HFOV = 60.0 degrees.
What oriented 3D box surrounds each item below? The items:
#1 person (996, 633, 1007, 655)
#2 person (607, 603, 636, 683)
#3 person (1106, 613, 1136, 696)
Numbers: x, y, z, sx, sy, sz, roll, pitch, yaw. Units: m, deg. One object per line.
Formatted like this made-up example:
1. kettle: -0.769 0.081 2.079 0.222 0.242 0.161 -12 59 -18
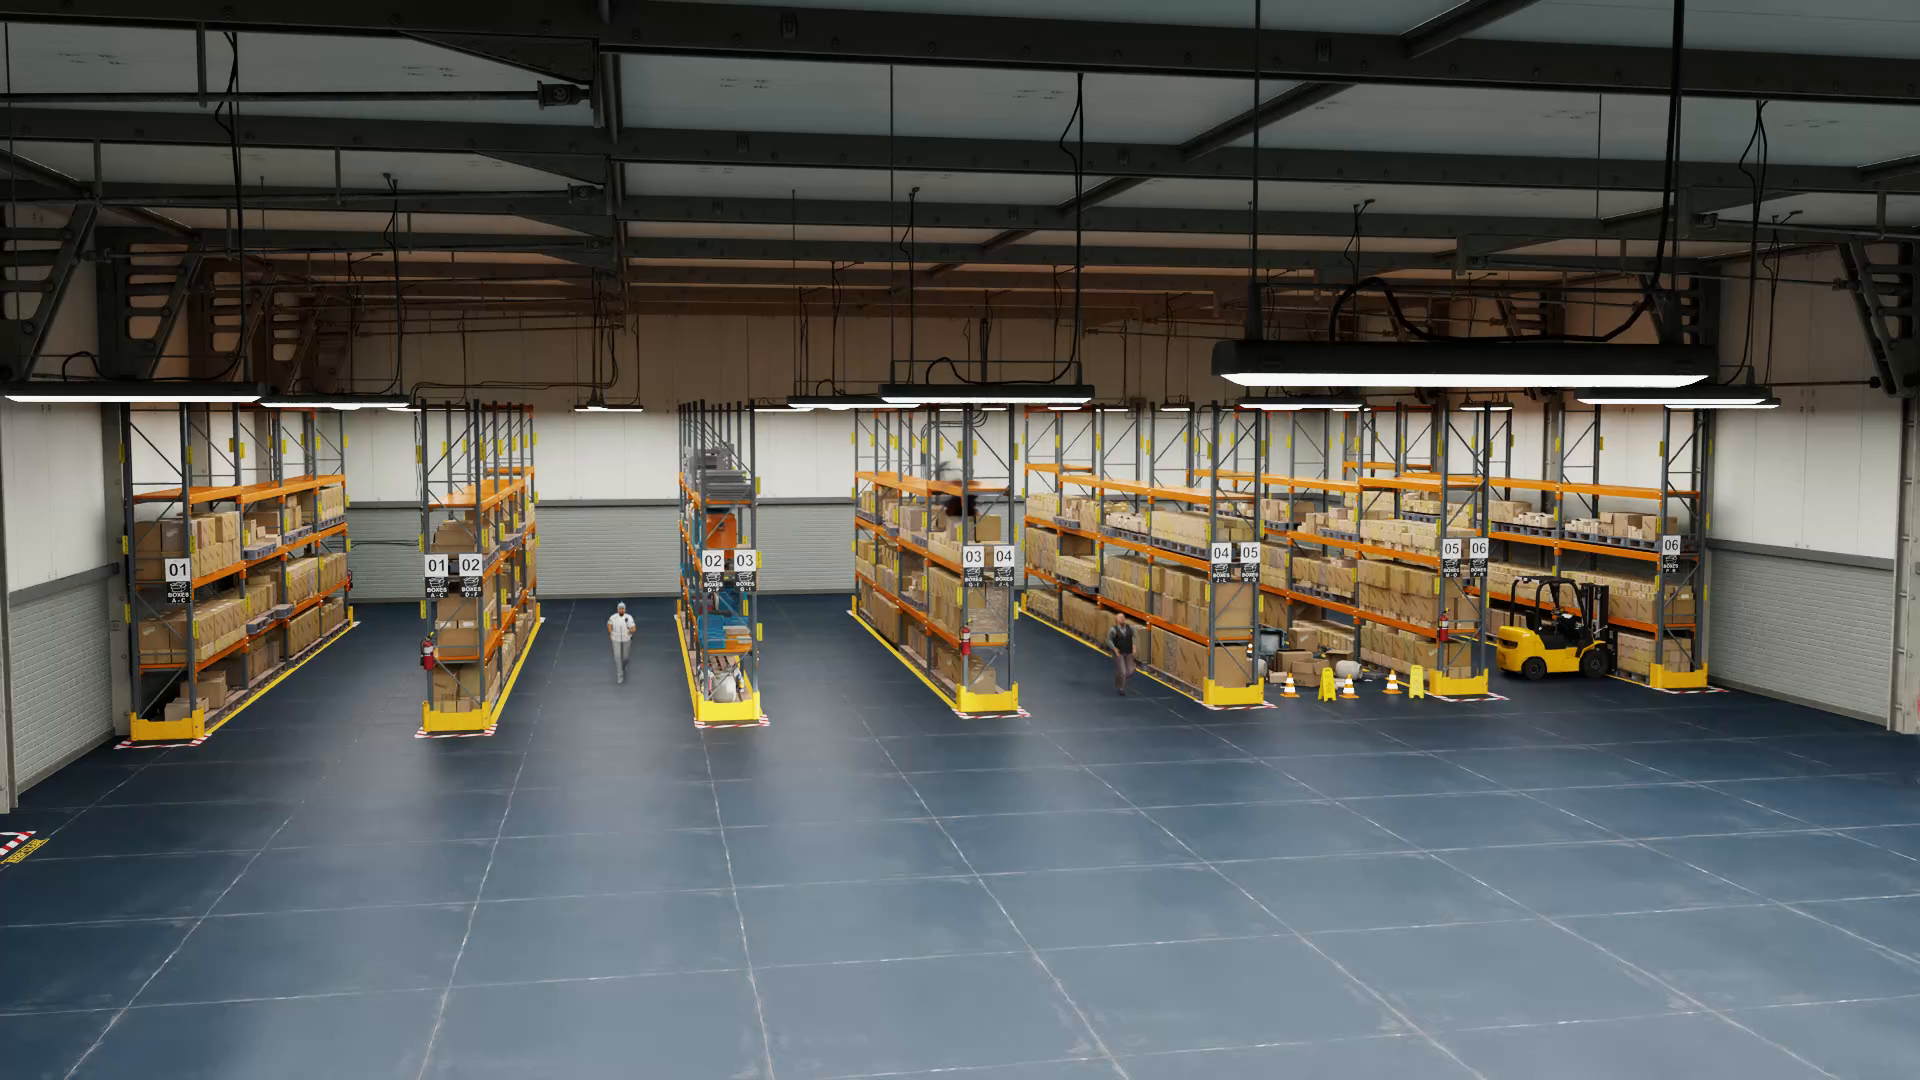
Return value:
1. person: 0.992 1.947 39.466 0.516 1.580 0.636 -1 5 -18
2. person: -7.309 2.193 35.930 0.608 1.675 0.903 -1 4 -12
3. person: 3.305 2.328 33.954 0.663 1.690 0.540 -1 5 -18
